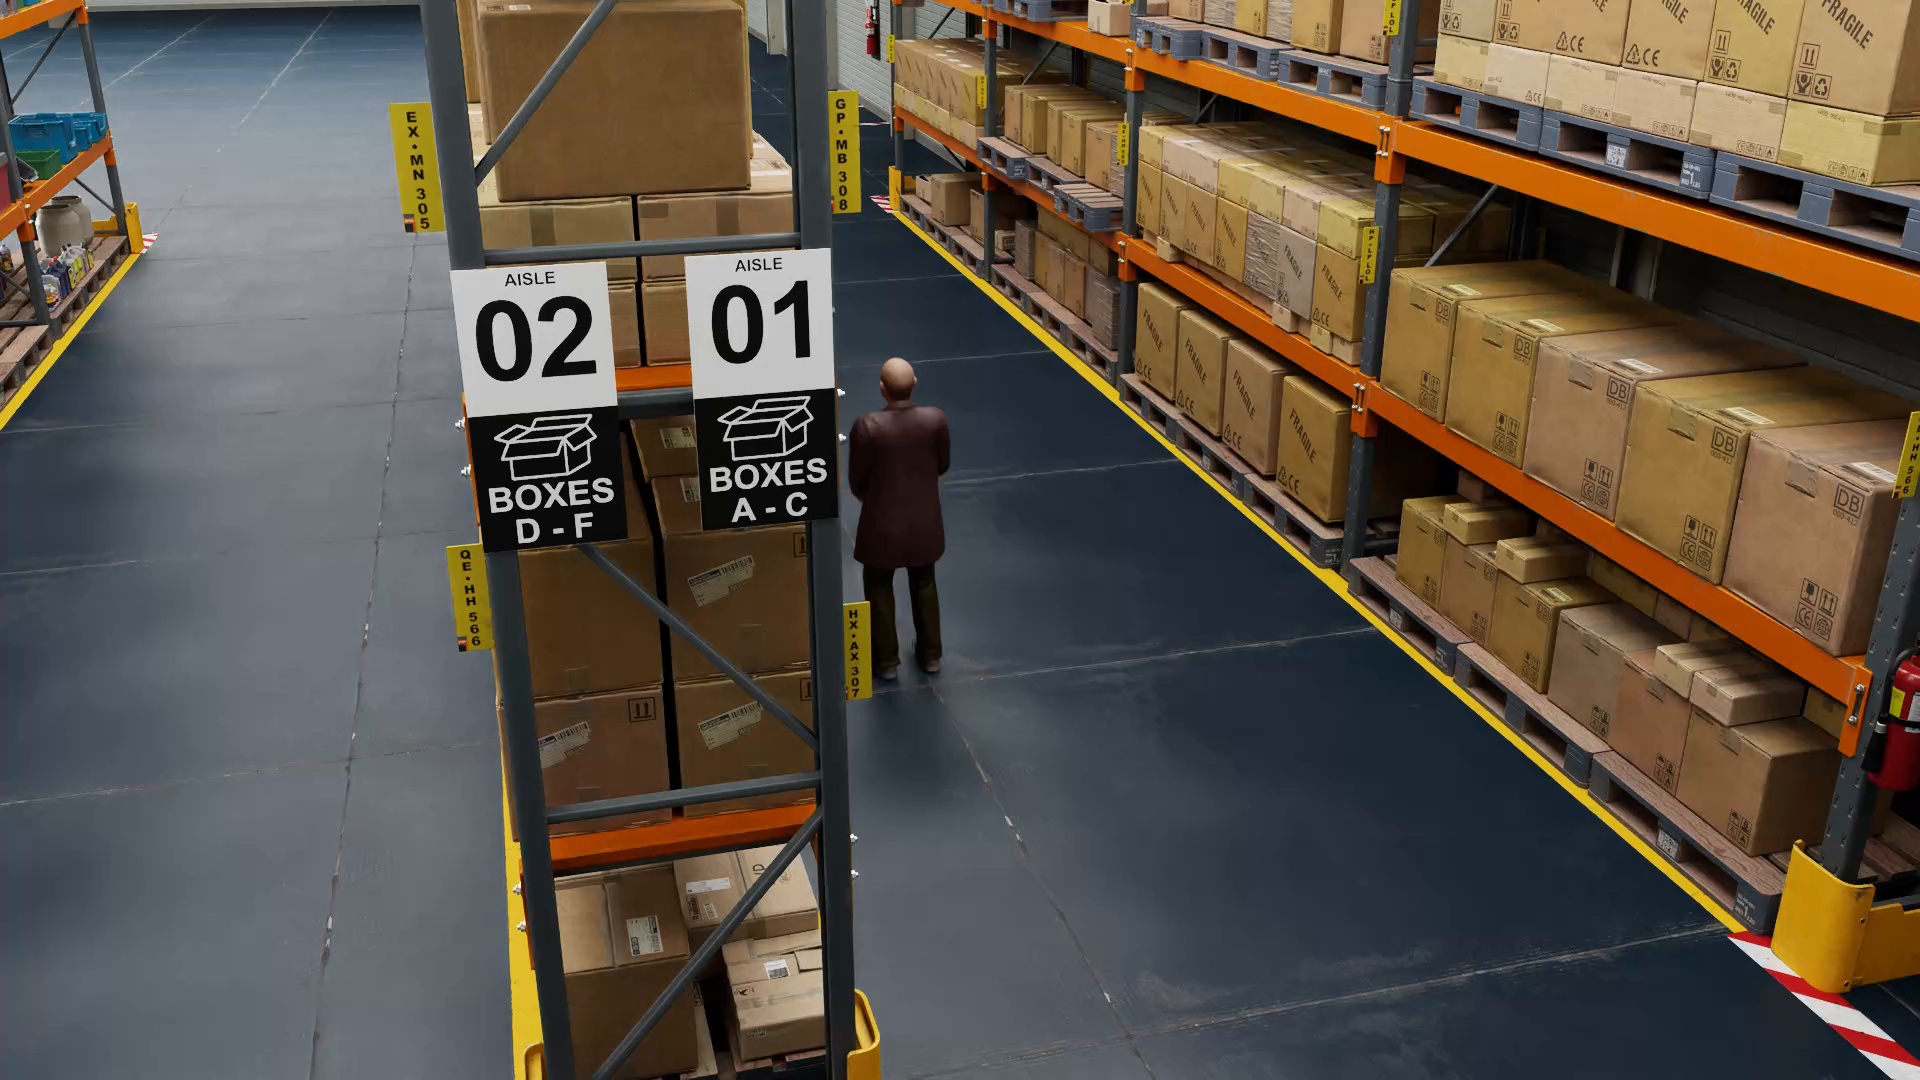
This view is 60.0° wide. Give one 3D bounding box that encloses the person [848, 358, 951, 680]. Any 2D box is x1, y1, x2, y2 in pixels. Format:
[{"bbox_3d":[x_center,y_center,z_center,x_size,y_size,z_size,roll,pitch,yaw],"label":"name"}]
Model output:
[{"bbox_3d":[-0.349,-0.055,8.998,0.559,1.580,0.517,-8,24,-18],"label":"person"}]
